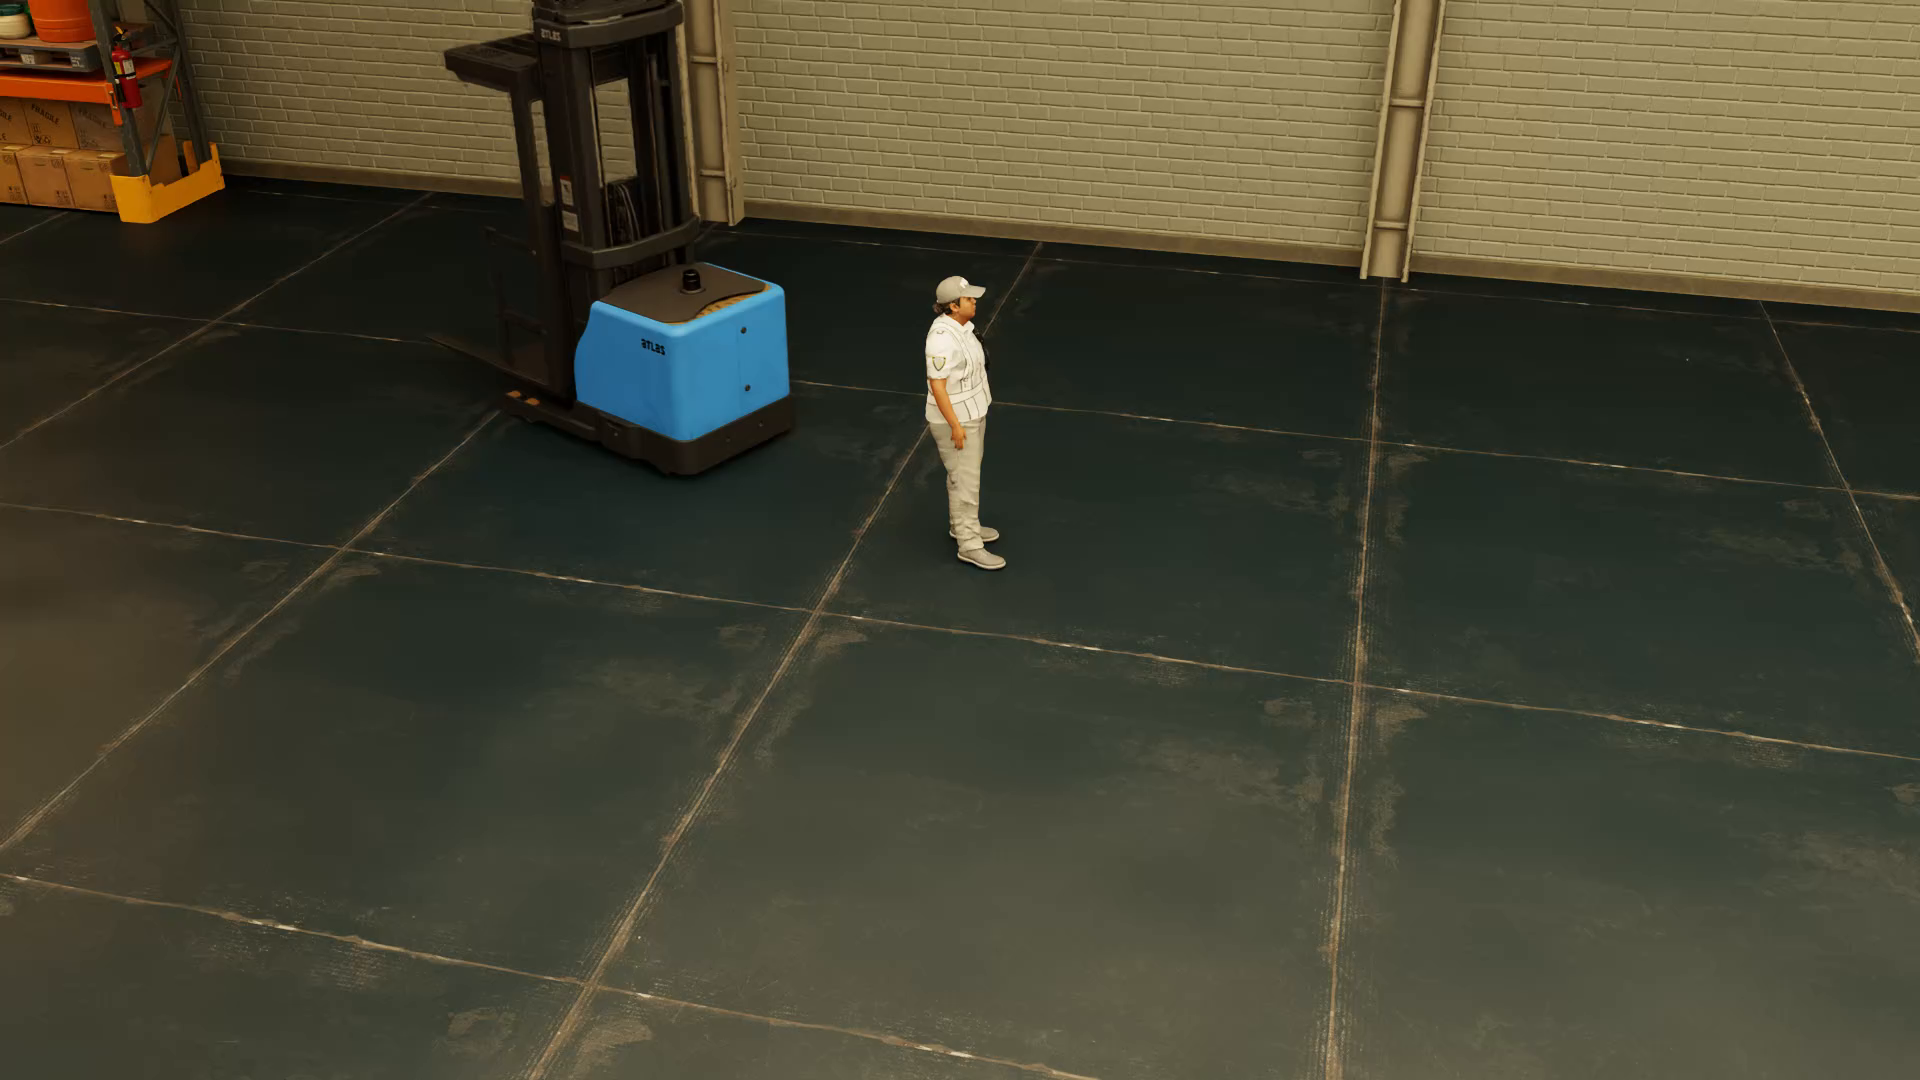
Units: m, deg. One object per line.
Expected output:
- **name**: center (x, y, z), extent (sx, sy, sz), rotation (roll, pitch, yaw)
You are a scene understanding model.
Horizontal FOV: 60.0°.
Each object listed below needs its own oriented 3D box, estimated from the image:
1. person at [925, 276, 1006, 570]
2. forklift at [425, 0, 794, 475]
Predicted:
- **person**: center (0.069, -0.711, 9.694), extent (0.529, 1.670, 0.598), rotation (7, 30, 12)
- **forklift**: center (-2.604, -2.277, 11.190), extent (3.031, 2.935, 1.130), rotation (22, 36, 33)
